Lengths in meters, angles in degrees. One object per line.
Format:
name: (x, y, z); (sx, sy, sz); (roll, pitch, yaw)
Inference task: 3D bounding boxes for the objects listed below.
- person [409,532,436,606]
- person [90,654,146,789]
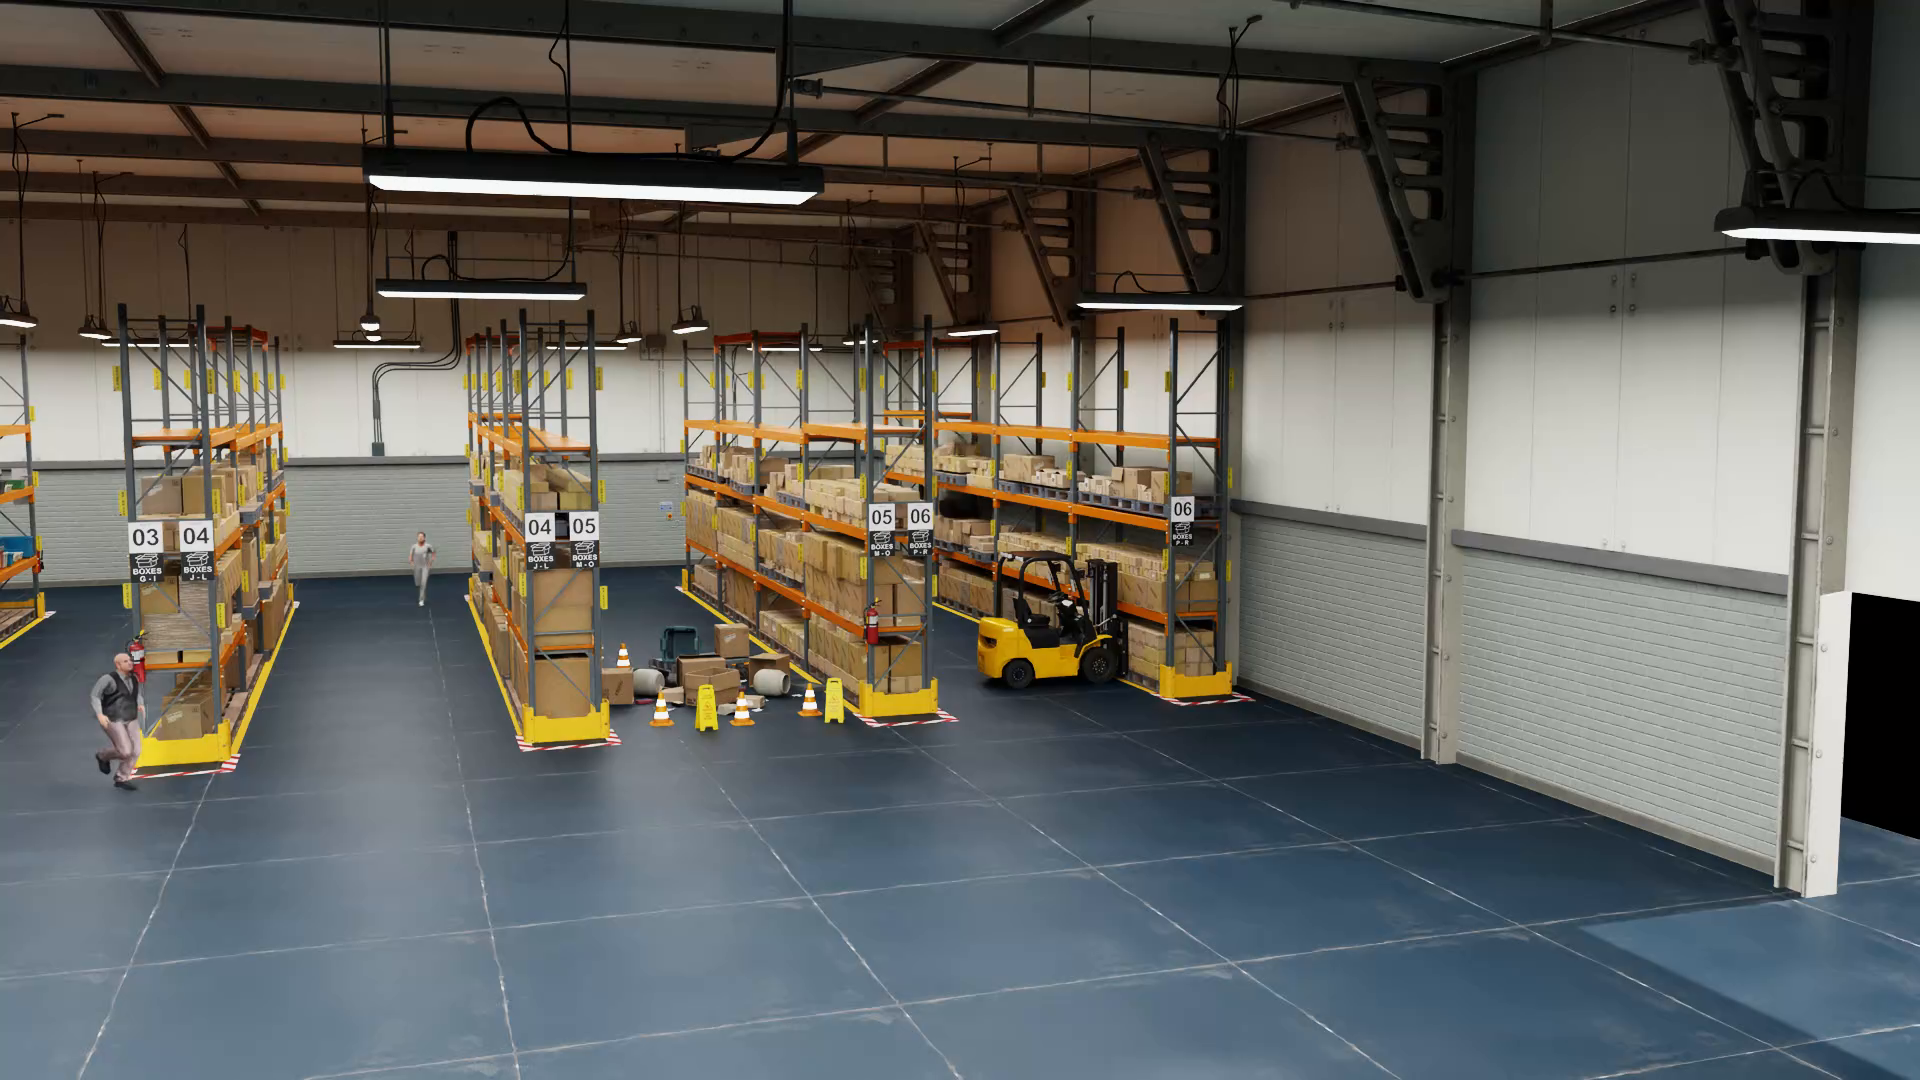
person: (-12.149, 0.637, 37.595); (0.576, 1.650, 0.711); (-1, 6, -10)
person: (-10.364, 2.237, 20.495); (0.622, 1.684, 0.676); (2, 6, 21)
